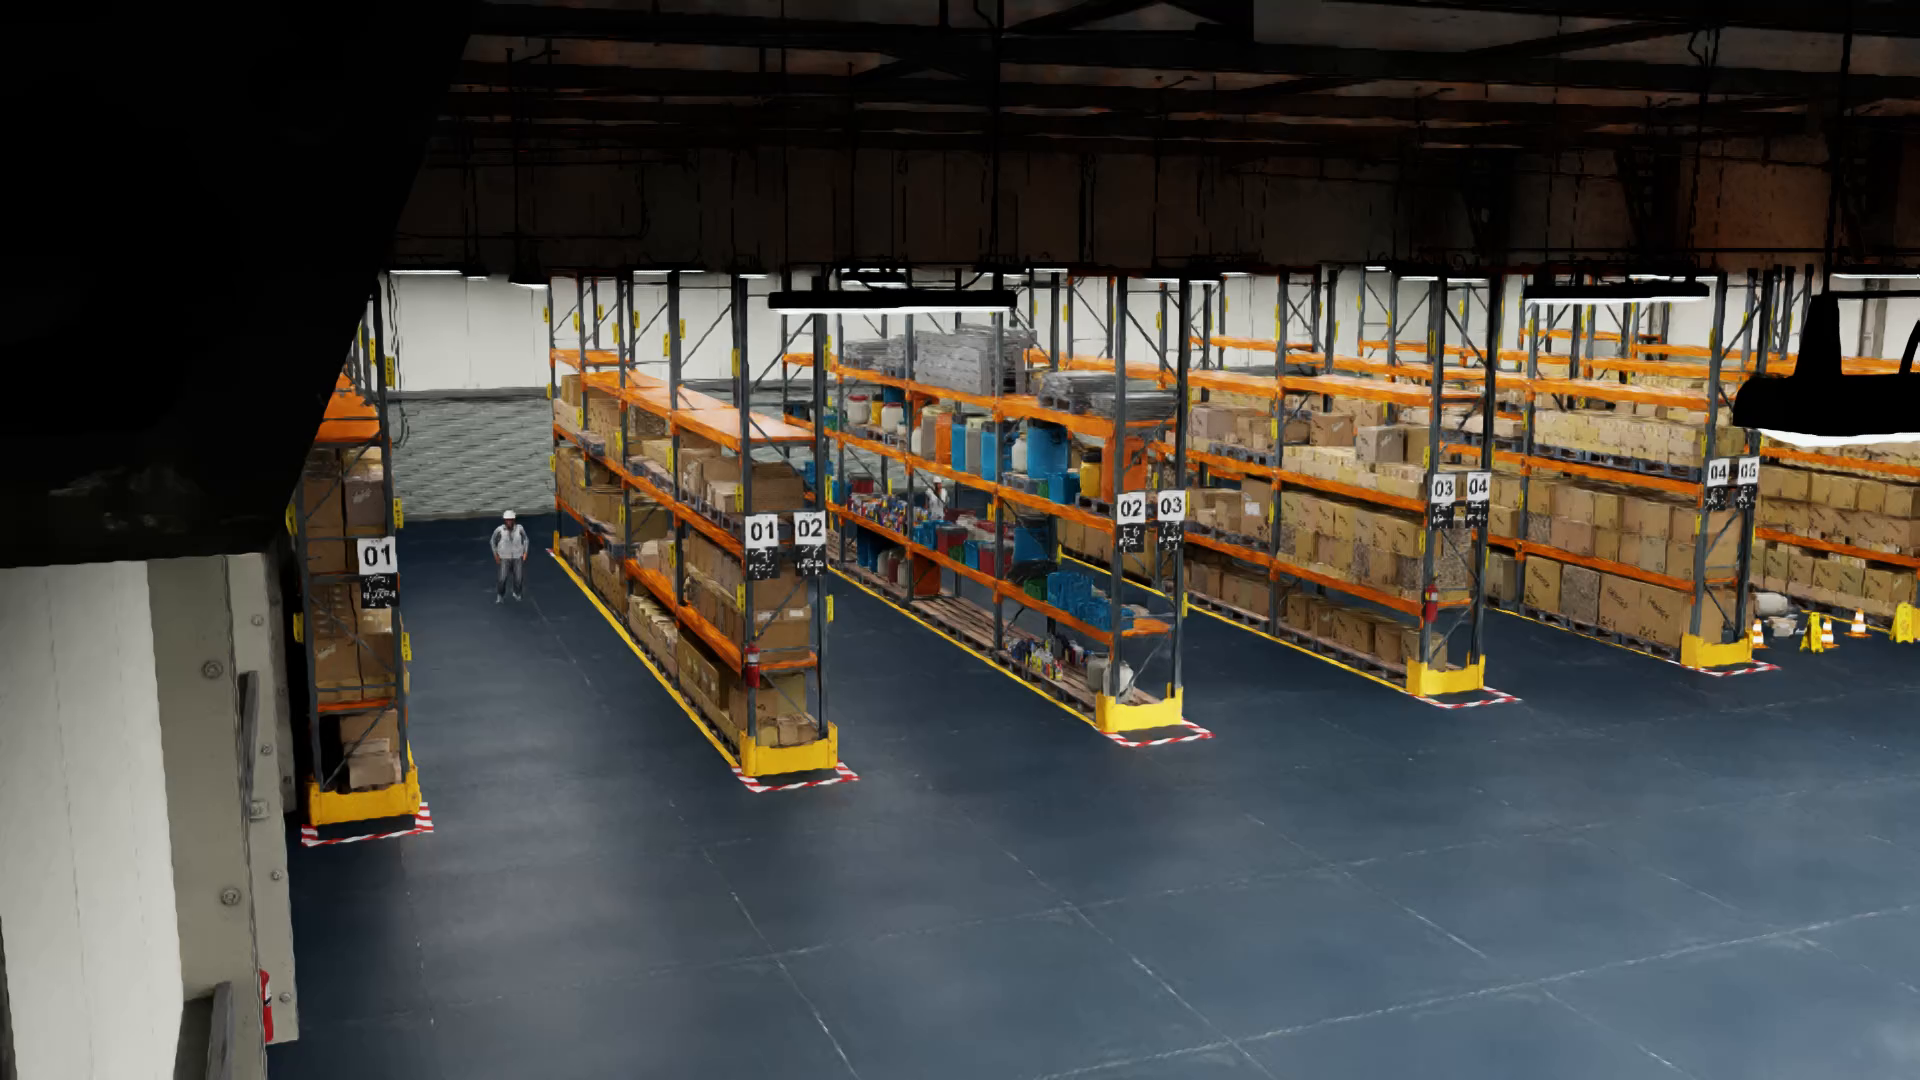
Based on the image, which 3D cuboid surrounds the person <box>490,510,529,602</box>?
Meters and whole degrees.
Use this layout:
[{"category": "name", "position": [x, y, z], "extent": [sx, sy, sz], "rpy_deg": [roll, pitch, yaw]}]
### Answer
[{"category": "person", "position": [-8.126, 0.291, 30.049], "extent": [0.677, 1.725, 0.574], "rpy_deg": [-4, 11, -22]}]

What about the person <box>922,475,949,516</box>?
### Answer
[{"category": "person", "position": [-0.480, -0.496, 34.468], "extent": [0.550, 1.709, 1.128], "rpy_deg": [-4, 11, -23]}]

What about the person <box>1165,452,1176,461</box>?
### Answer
[{"category": "person", "position": [5.387, -1.918, 42.964], "extent": [0.528, 1.613, 0.921], "rpy_deg": [1, 10, 7]}]

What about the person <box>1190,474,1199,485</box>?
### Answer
[{"category": "person", "position": [4.987, -0.642, 35.686], "extent": [0.447, 1.574, 1.088], "rpy_deg": [-3, 10, -19]}]
